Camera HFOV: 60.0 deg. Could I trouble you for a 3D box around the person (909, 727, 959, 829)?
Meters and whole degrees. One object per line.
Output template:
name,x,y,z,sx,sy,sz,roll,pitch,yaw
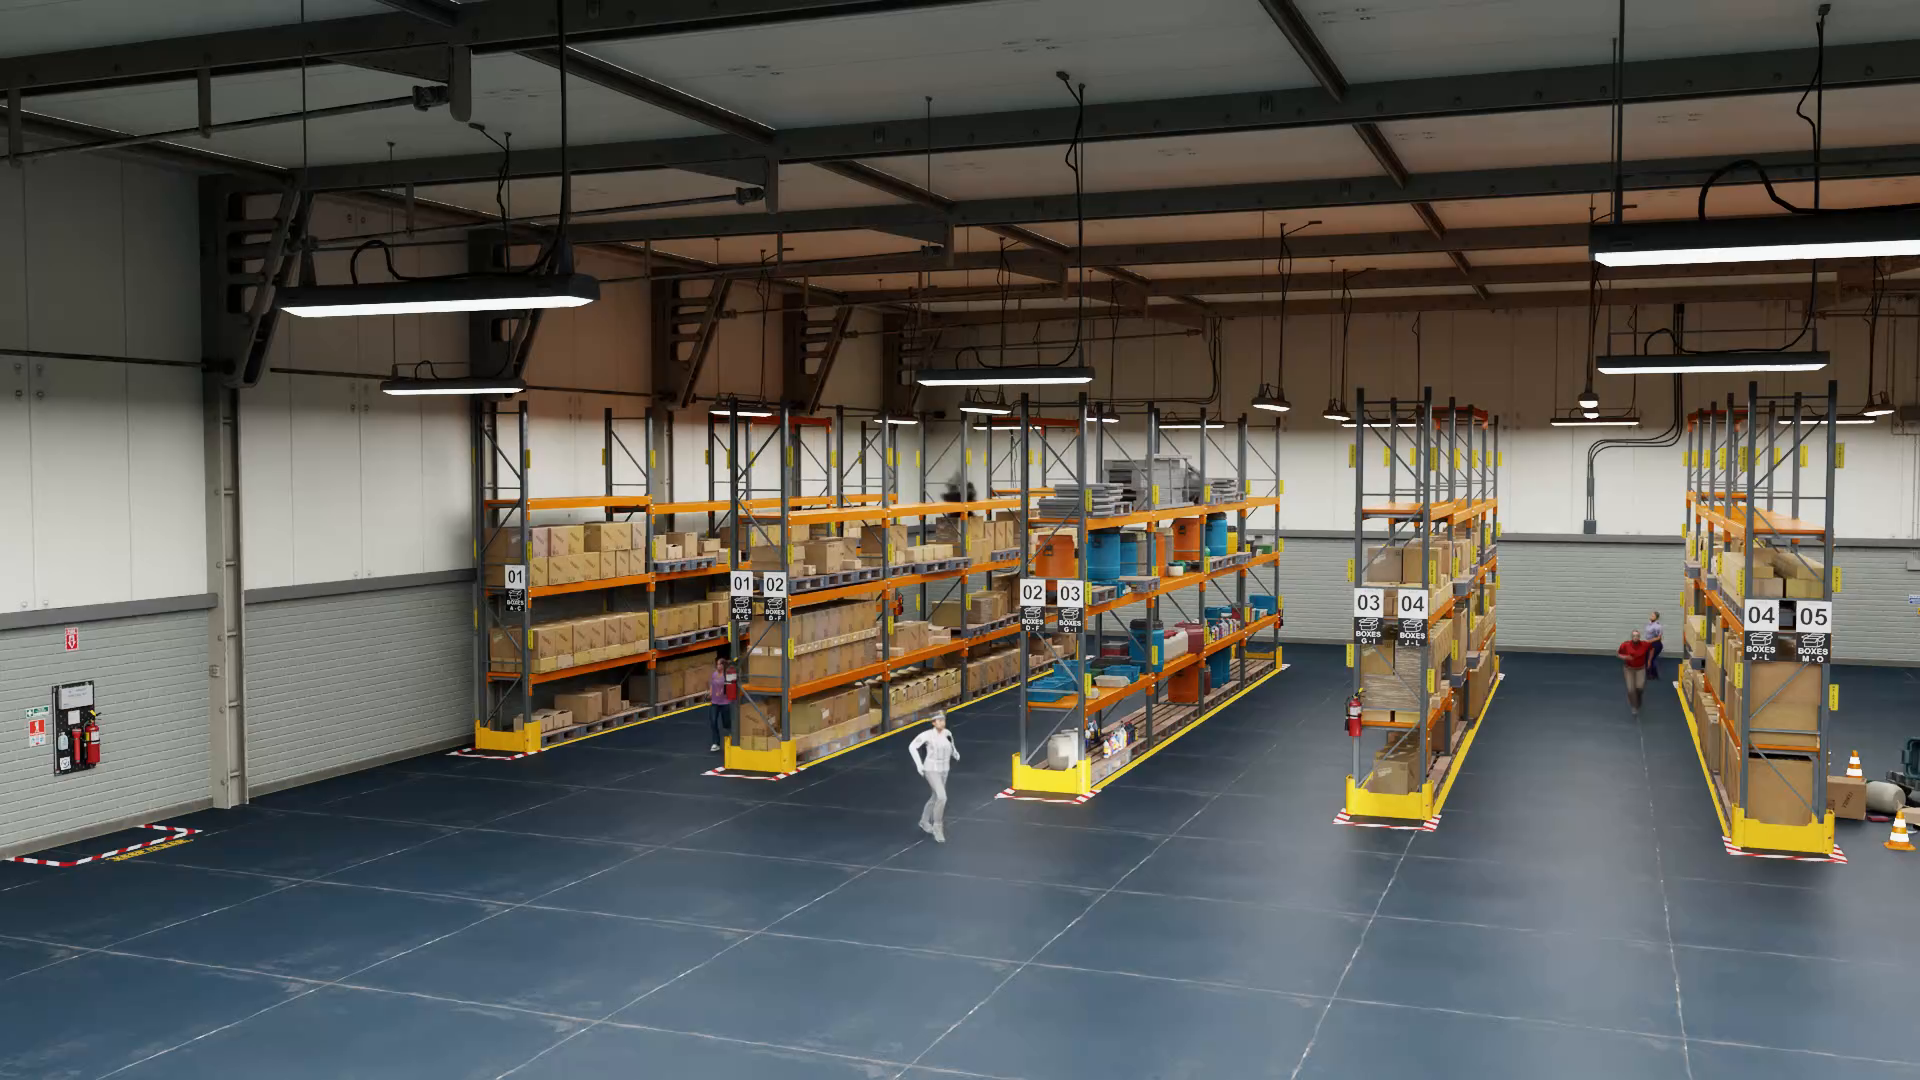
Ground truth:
person,-0.323,3.132,22.013,0.598,1.322,0.618,-3,4,-44

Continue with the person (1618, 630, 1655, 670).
person,13.220,2.165,32.514,0.655,0.802,0.661,1,3,24

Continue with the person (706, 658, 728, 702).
person,-4.142,2.445,28.571,0.547,0.802,0.486,1,3,18

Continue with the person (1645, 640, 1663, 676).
person,15.653,2.639,37.715,0.472,0.926,0.561,0,3,-6
